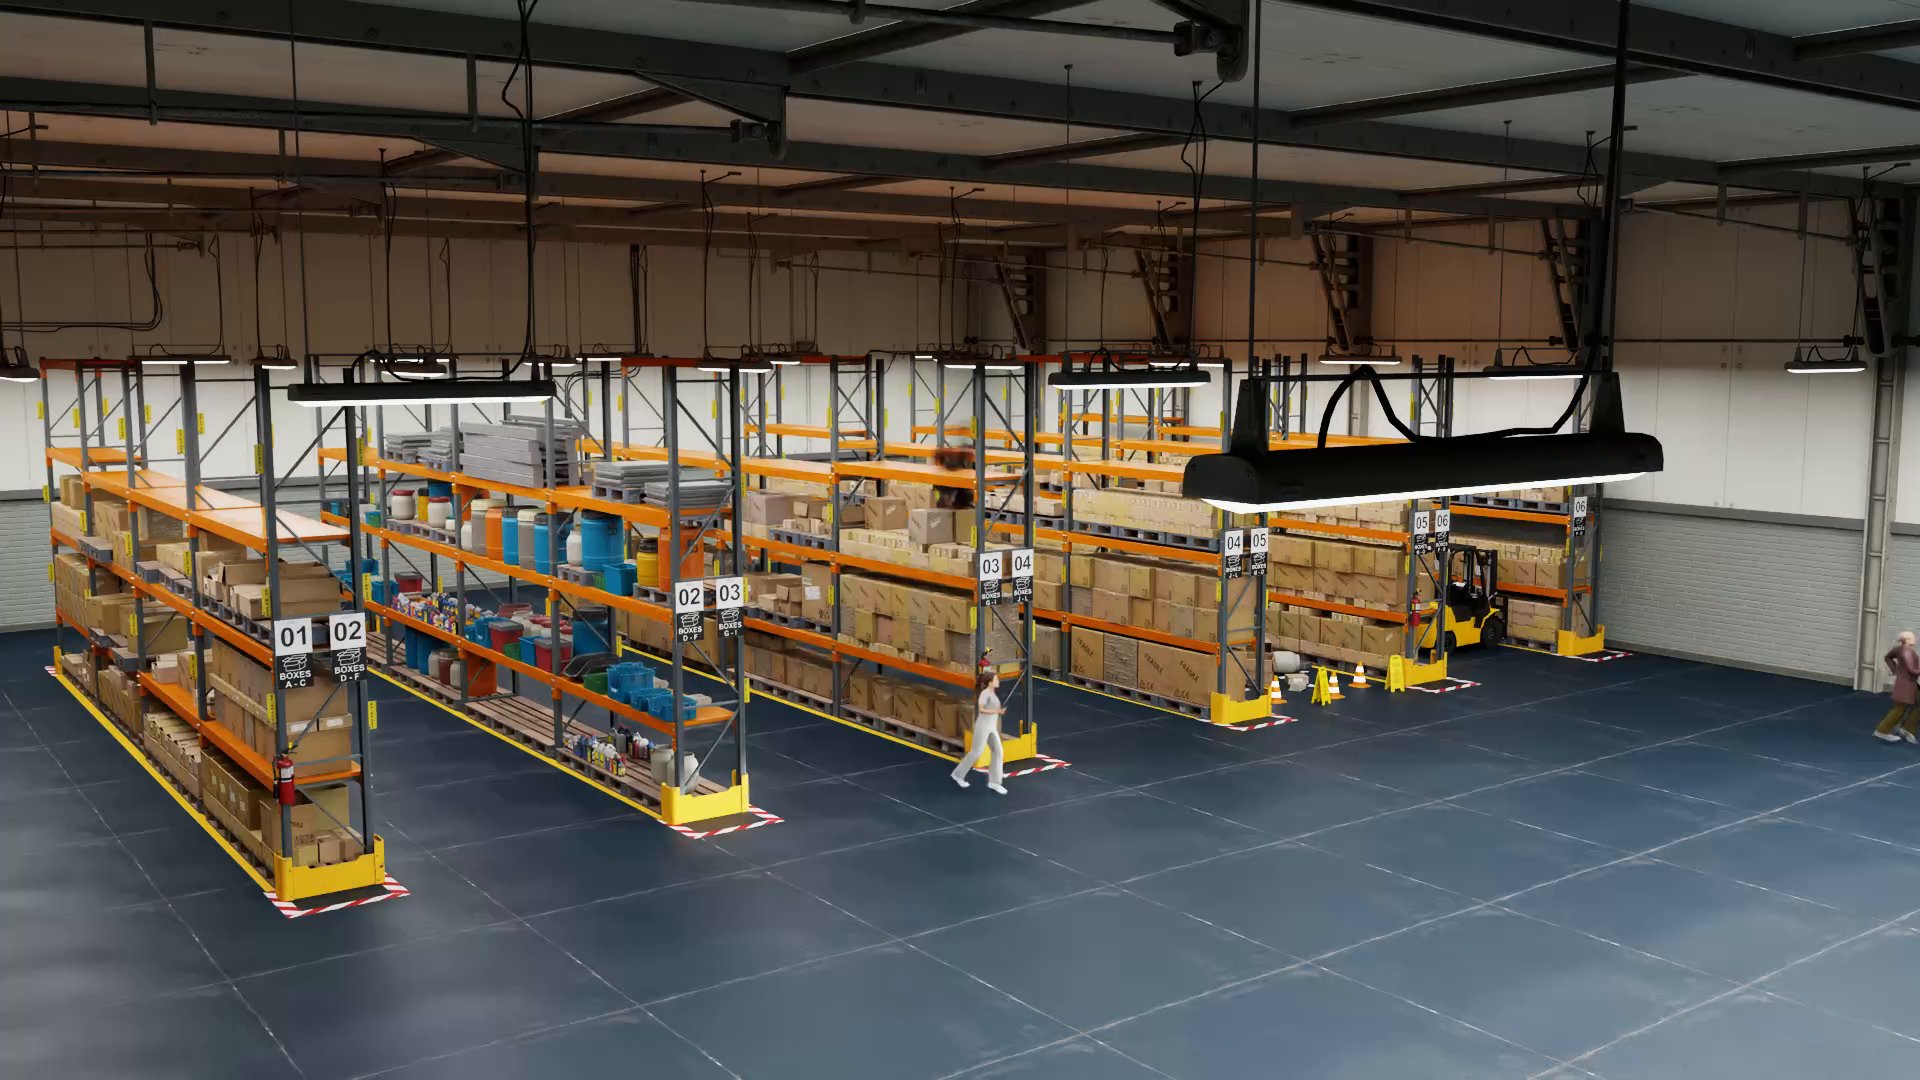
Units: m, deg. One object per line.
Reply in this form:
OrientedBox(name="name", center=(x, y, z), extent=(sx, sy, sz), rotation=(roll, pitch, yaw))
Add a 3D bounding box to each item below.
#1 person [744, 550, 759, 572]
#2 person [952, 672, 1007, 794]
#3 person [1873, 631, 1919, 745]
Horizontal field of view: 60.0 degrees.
OrientedBox(name="person", center=(-5.242, 0.455, 41.794), extent=(0.773, 1.750, 0.729), rotation=(-2, 7, -19))
OrientedBox(name="person", center=(0.364, 2.689, 23.538), extent=(0.856, 1.668, 0.590), rotation=(3, 8, 26))
OrientedBox(name="person", center=(14.831, 2.332, 26.075), extent=(0.811, 1.834, 0.669), rotation=(4, 8, 27))
